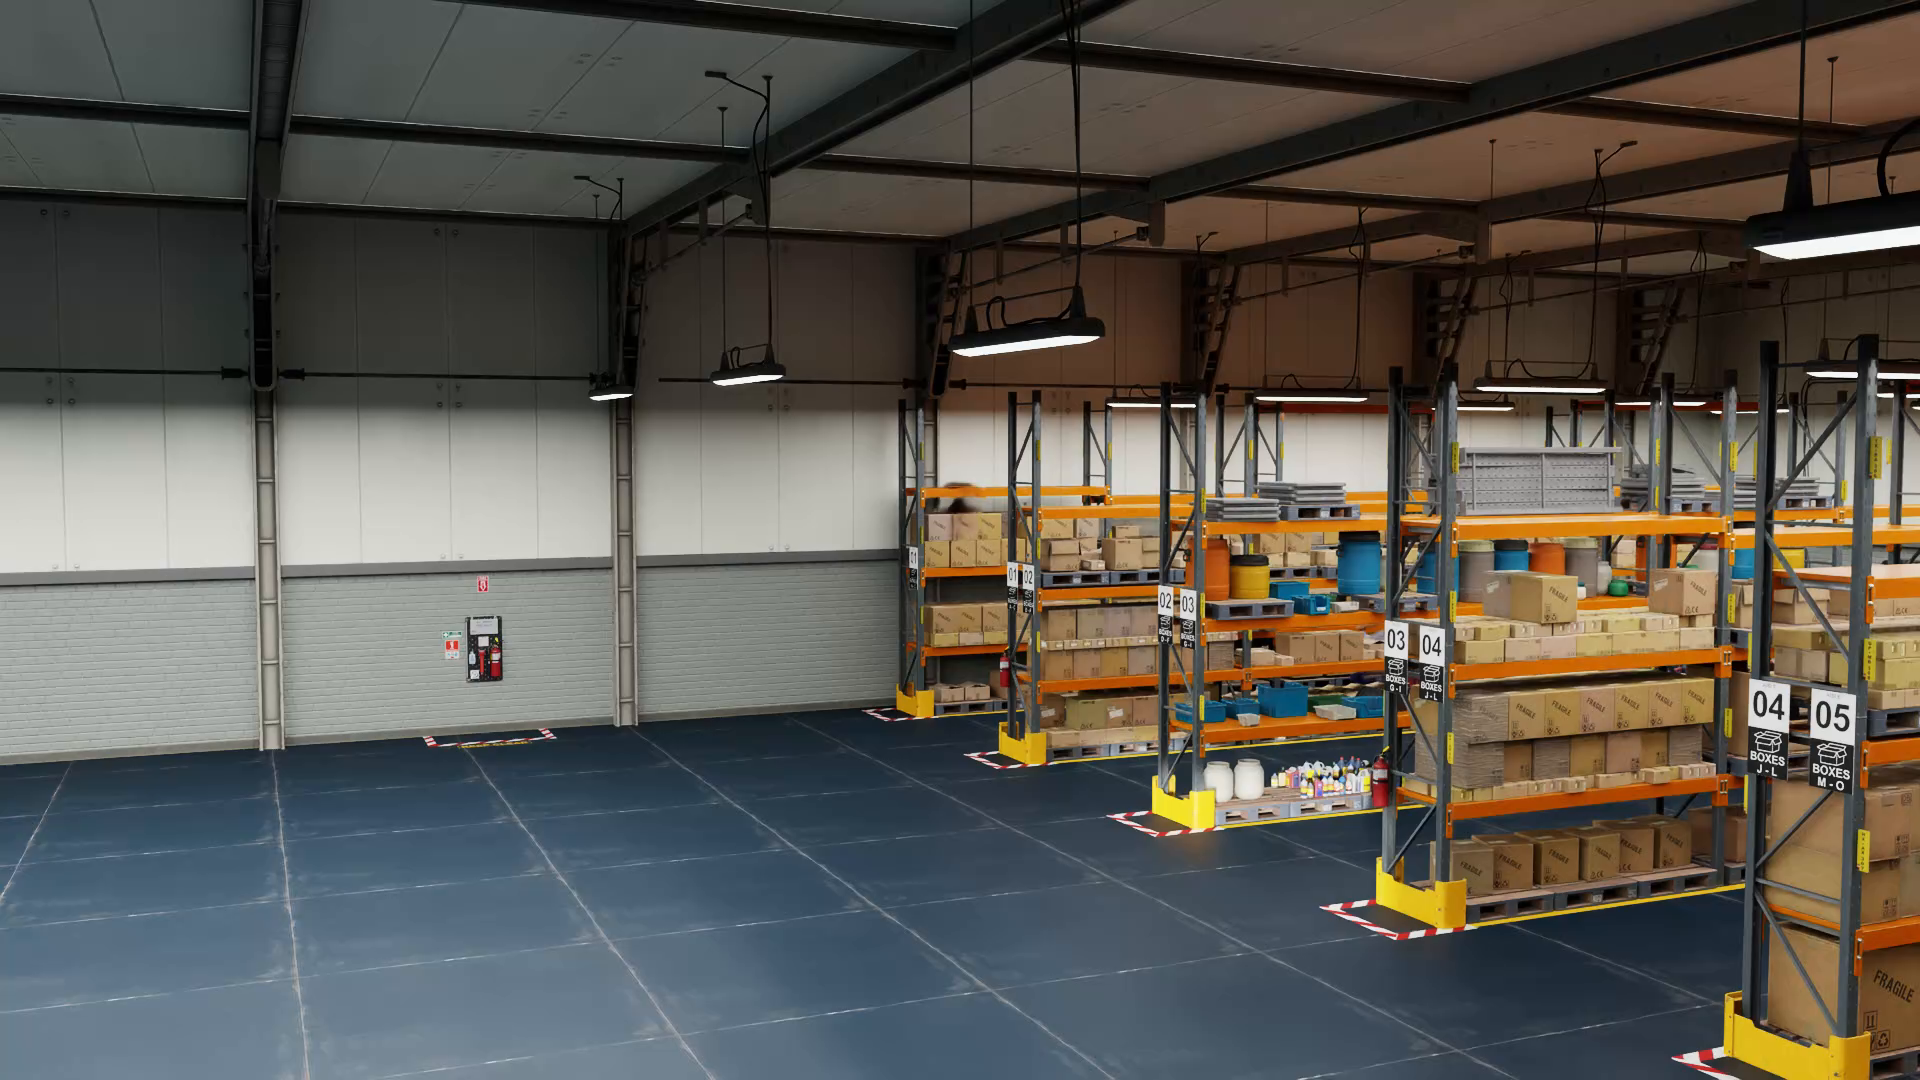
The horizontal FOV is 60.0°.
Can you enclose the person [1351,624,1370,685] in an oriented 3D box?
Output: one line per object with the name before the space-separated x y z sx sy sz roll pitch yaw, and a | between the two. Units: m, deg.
person | 8.020 2.407 33.389 0.940 1.599 0.527 -2 4 -33
